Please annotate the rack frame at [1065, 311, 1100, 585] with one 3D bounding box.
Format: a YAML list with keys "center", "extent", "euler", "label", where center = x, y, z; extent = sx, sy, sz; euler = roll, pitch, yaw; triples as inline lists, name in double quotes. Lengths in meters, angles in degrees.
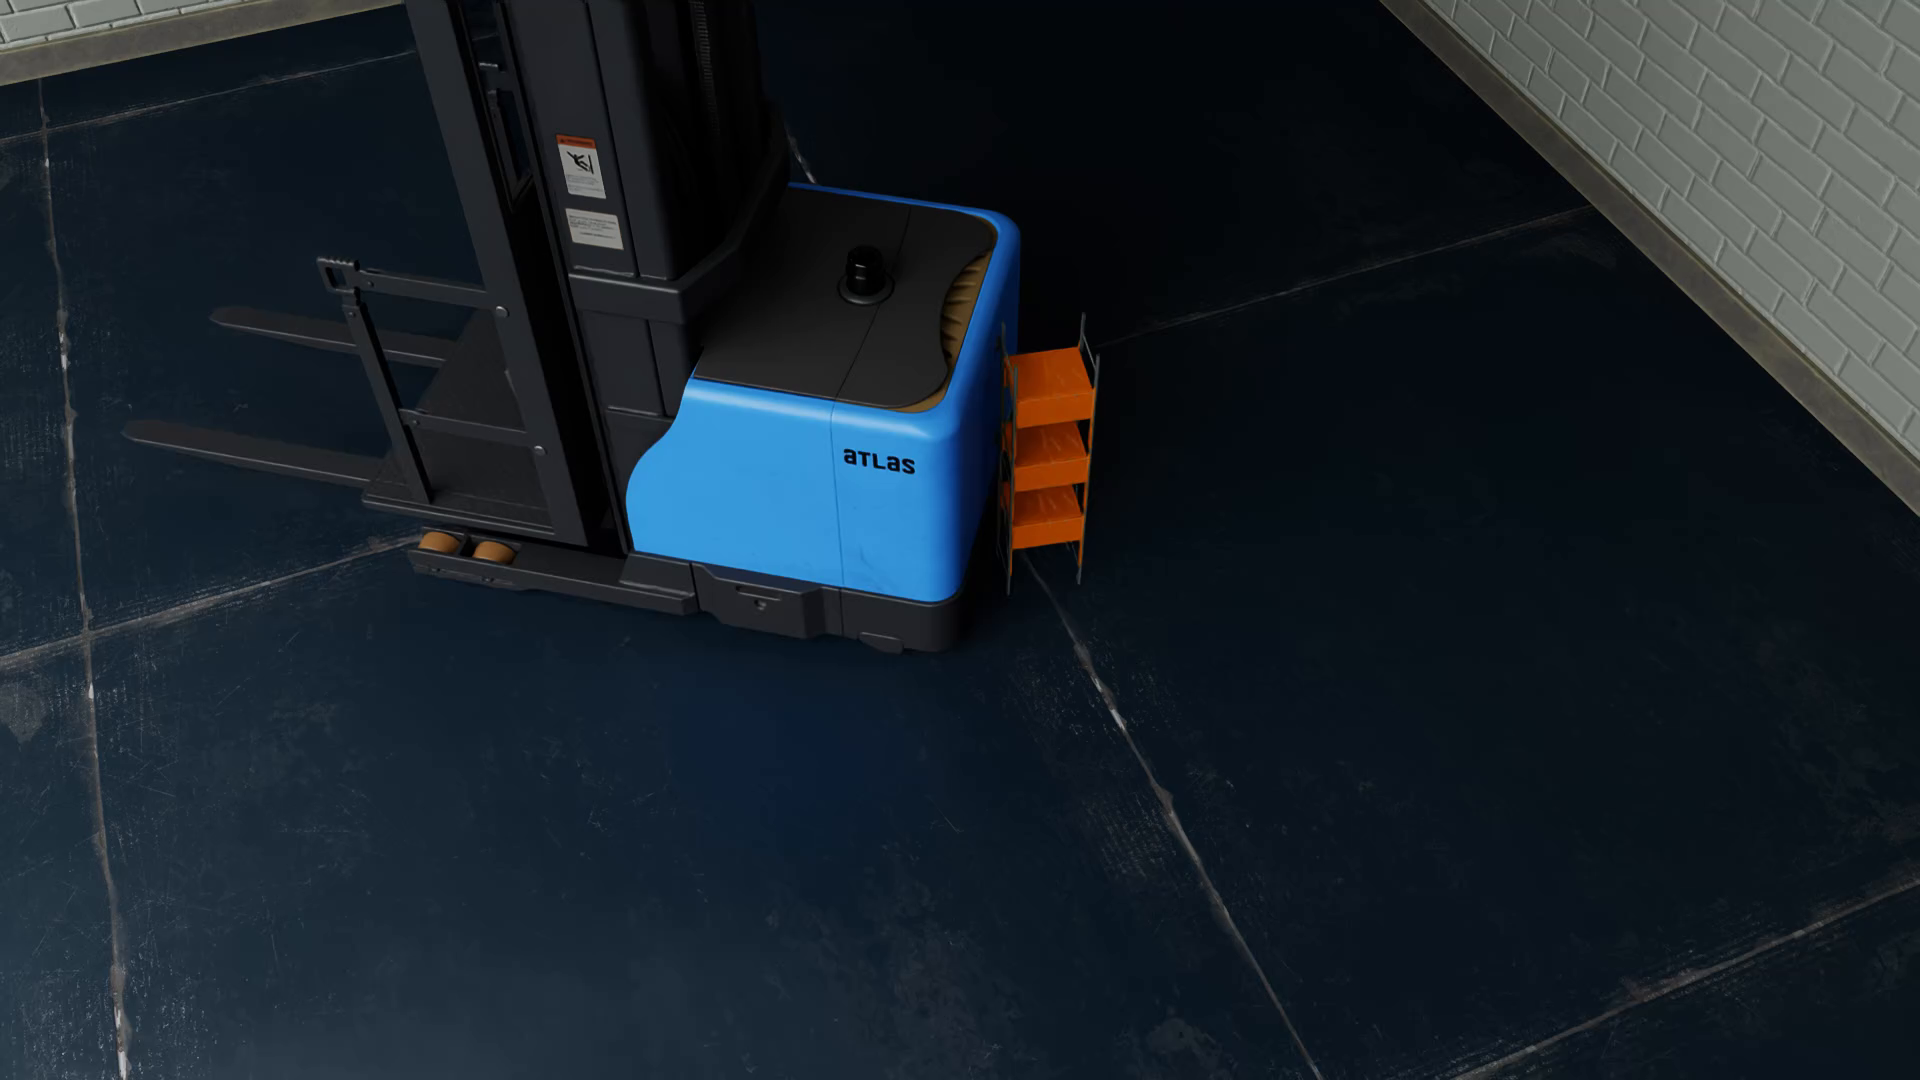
- center: [0.385, -0.264, 5.285]
  extent: [0.008, 1.050, 0.200]
  euler: [-8, 50, -7]
  label: "rack frame"

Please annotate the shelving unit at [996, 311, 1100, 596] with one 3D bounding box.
- center: [0.265, -0.246, 5.270]
  extent: [0.252, 1.050, 0.215]
  euler: [-8, 50, -7]
  label: "shelving unit"

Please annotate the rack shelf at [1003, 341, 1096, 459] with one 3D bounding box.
- center: [0.265, -0.424, 5.062]
  extent: [0.240, 0.259, 0.215]
  euler: [-8, 50, -7]
  label: "rack shelf"

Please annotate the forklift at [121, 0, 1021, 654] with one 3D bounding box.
- center: [-1.367, -1.173, 4.826]
  extent: [3.031, 2.935, 1.130]
  euler: [10, 50, 8]
  label: "forklift"

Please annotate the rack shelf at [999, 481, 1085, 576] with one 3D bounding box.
- center: [0.265, -0.058, 5.489]
  extent: [0.240, 0.259, 0.215]
  euler: [-8, 50, -7]
  label: "rack shelf"

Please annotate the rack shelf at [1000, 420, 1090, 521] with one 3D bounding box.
- center: [0.265, -0.240, 5.278]
  extent: [0.240, 0.259, 0.215]
  euler: [-8, 50, -7]
  label: "rack shelf"

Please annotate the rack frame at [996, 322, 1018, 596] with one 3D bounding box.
- center: [0.145, -0.229, 5.255]
  extent: [0.008, 1.050, 0.200]
  euler: [-8, 50, -7]
  label: "rack frame"
